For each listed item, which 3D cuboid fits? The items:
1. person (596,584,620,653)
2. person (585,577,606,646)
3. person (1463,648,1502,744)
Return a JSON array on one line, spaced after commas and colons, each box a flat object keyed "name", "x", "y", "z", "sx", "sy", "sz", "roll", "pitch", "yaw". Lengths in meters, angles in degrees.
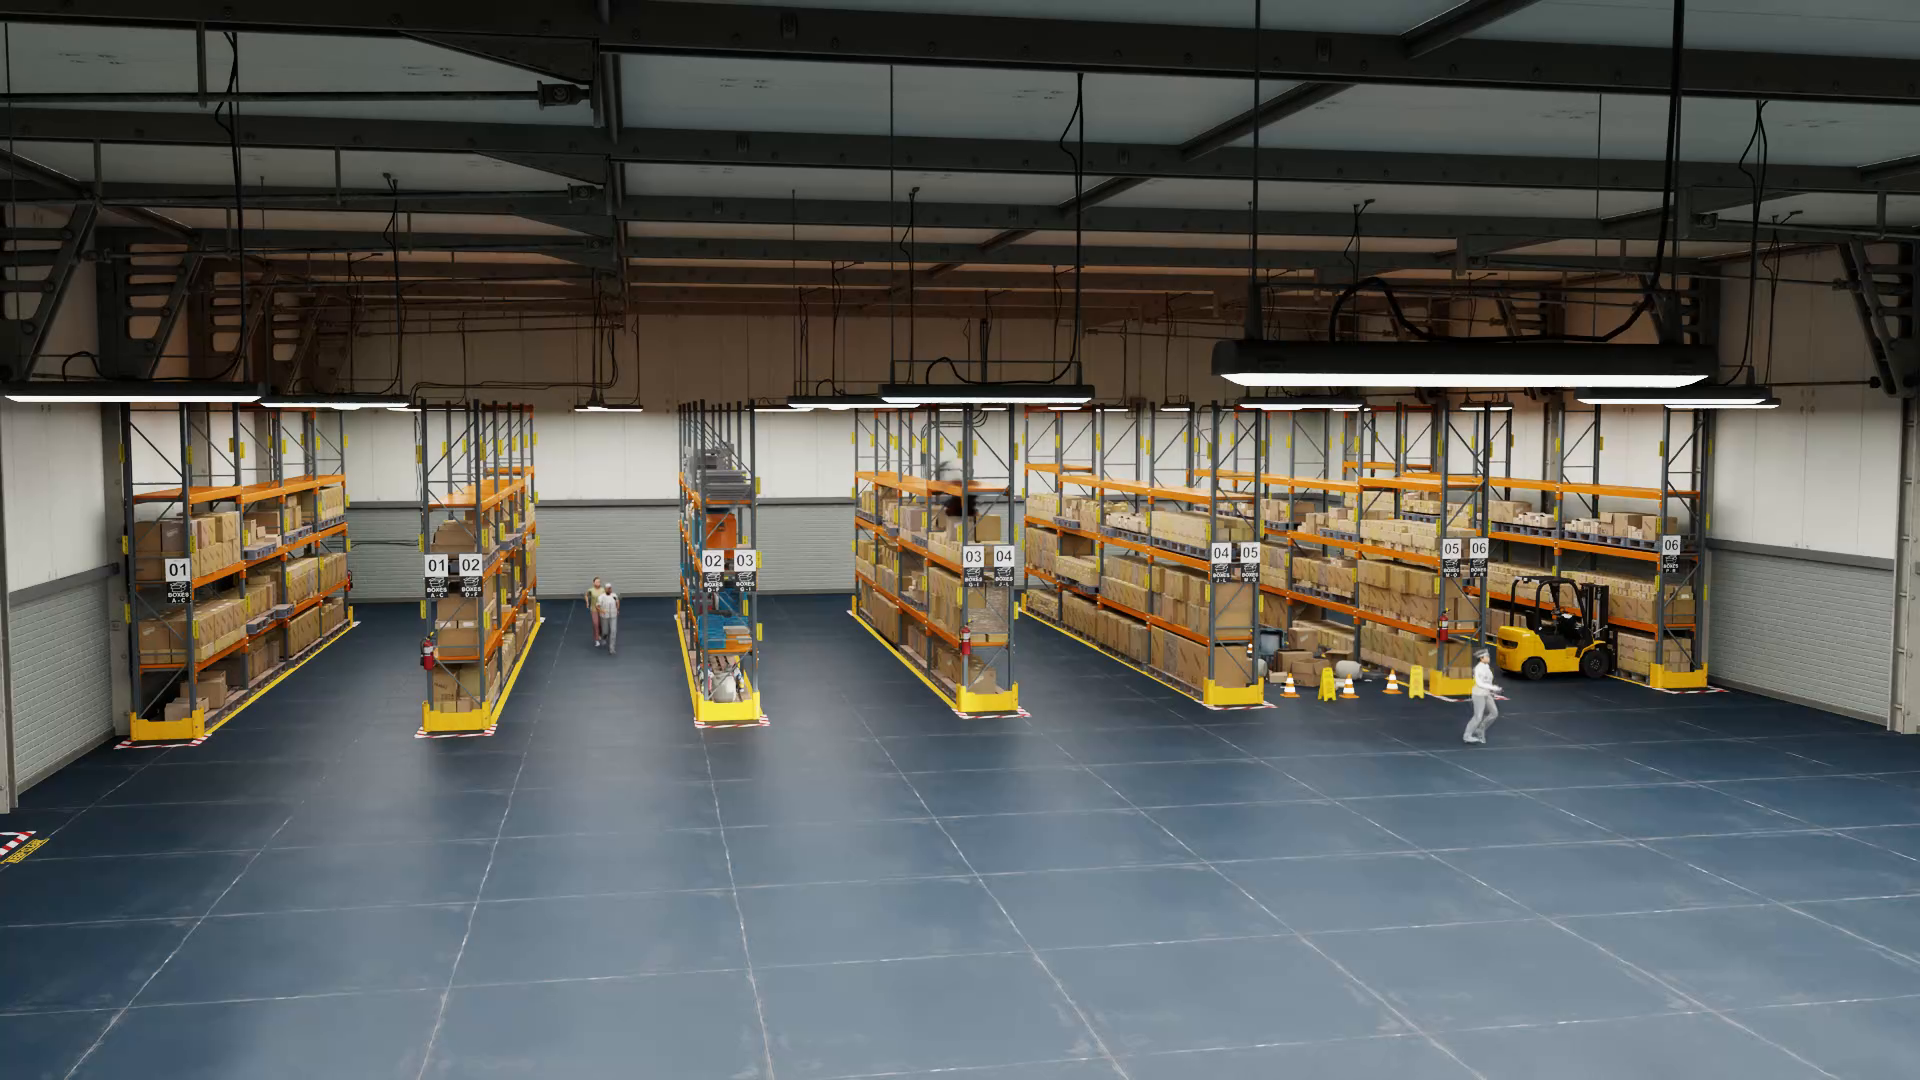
[{"name": "person", "x": -8.501, "y": 1.880, "z": 40.234, "sx": 0.607, "sy": 1.667, "sz": 0.841, "roll": -2, "pitch": 5, "yaw": -23}, {"name": "person", "x": -8.994, "y": 1.750, "z": 41.296, "sx": 0.576, "sy": 1.653, "sz": 0.969, "roll": -1, "pitch": 5, "yaw": -19}, {"name": "person", "x": 9.082, "y": 2.716, "z": 28.827, "sx": 0.660, "sy": 1.708, "sz": 0.643, "roll": 3, "pitch": 5, "yaw": 36}]
